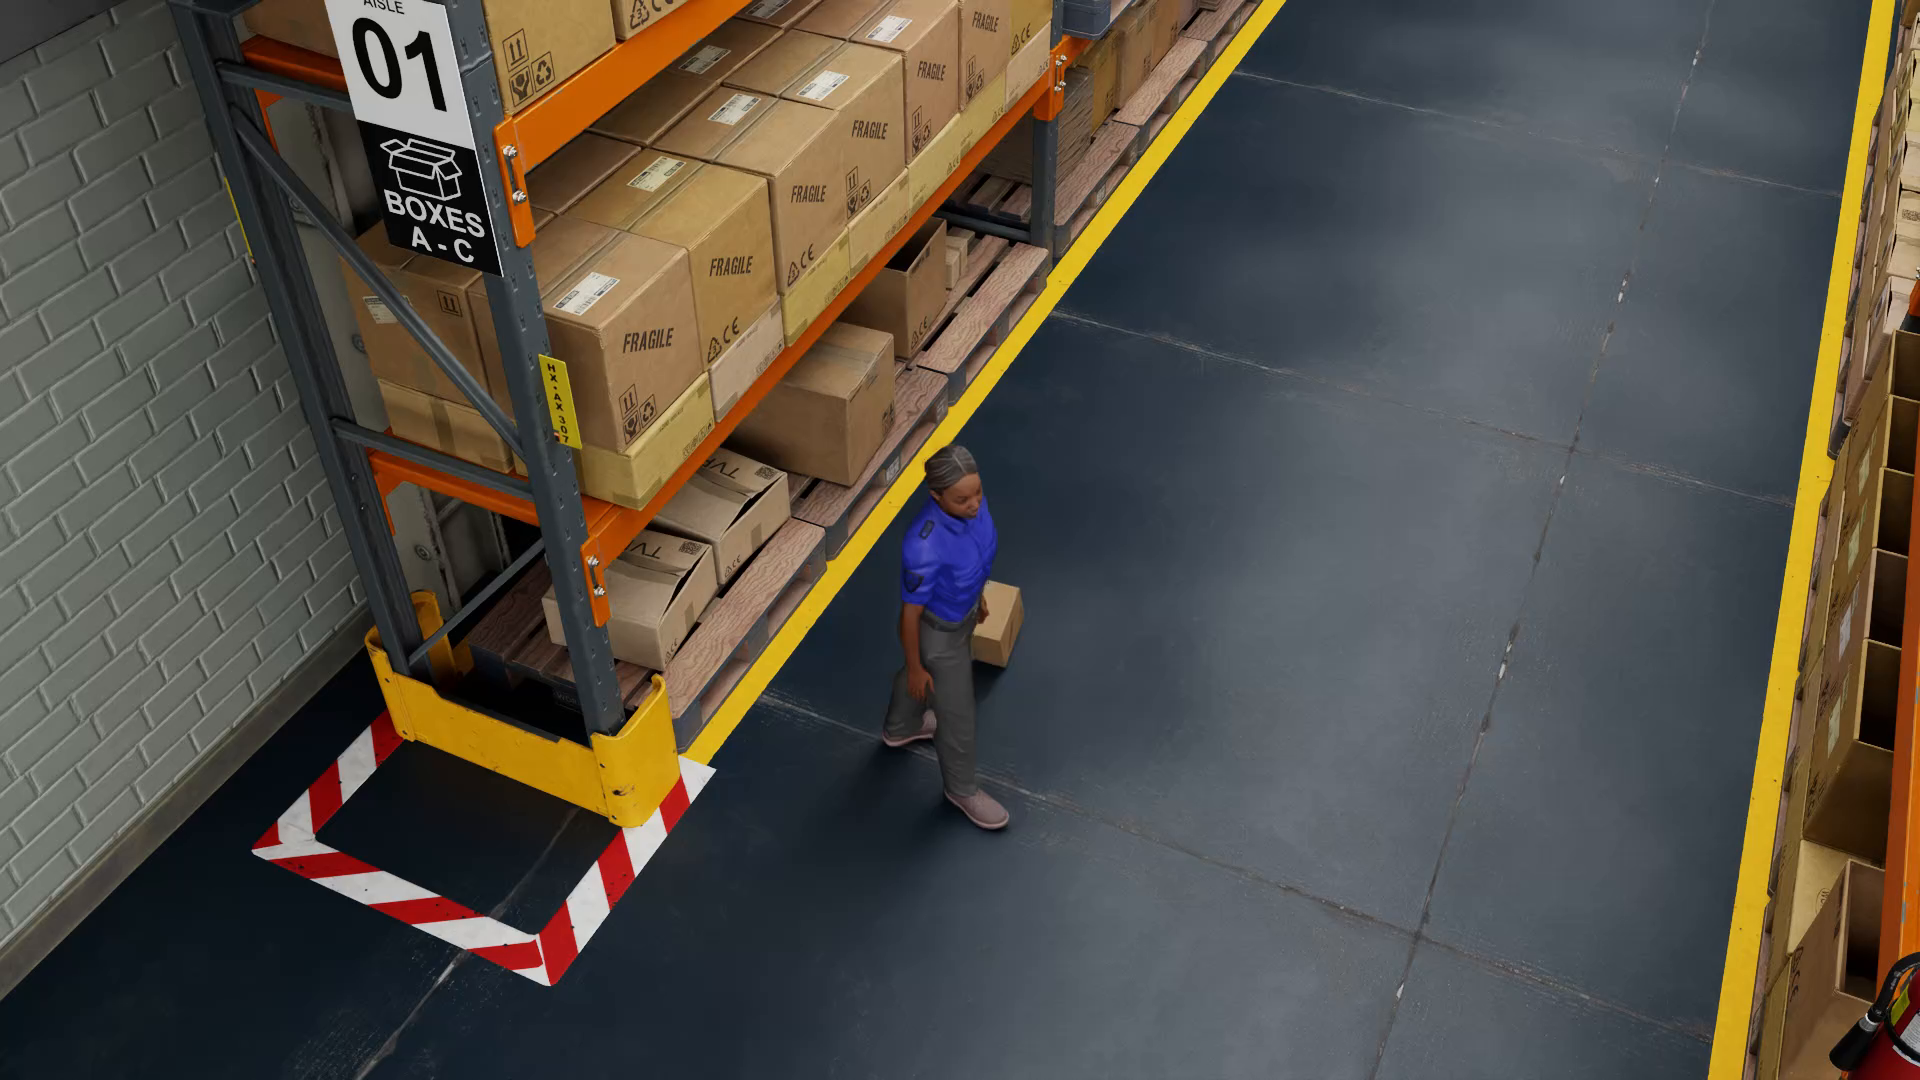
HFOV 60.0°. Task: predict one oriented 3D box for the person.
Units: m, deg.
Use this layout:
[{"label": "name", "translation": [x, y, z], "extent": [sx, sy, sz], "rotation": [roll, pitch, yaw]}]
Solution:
[{"label": "person", "translation": [-0.047, 0.293, 5.836], "extent": [0.602, 1.644, 0.522], "rotation": [15, 44, 16]}]
